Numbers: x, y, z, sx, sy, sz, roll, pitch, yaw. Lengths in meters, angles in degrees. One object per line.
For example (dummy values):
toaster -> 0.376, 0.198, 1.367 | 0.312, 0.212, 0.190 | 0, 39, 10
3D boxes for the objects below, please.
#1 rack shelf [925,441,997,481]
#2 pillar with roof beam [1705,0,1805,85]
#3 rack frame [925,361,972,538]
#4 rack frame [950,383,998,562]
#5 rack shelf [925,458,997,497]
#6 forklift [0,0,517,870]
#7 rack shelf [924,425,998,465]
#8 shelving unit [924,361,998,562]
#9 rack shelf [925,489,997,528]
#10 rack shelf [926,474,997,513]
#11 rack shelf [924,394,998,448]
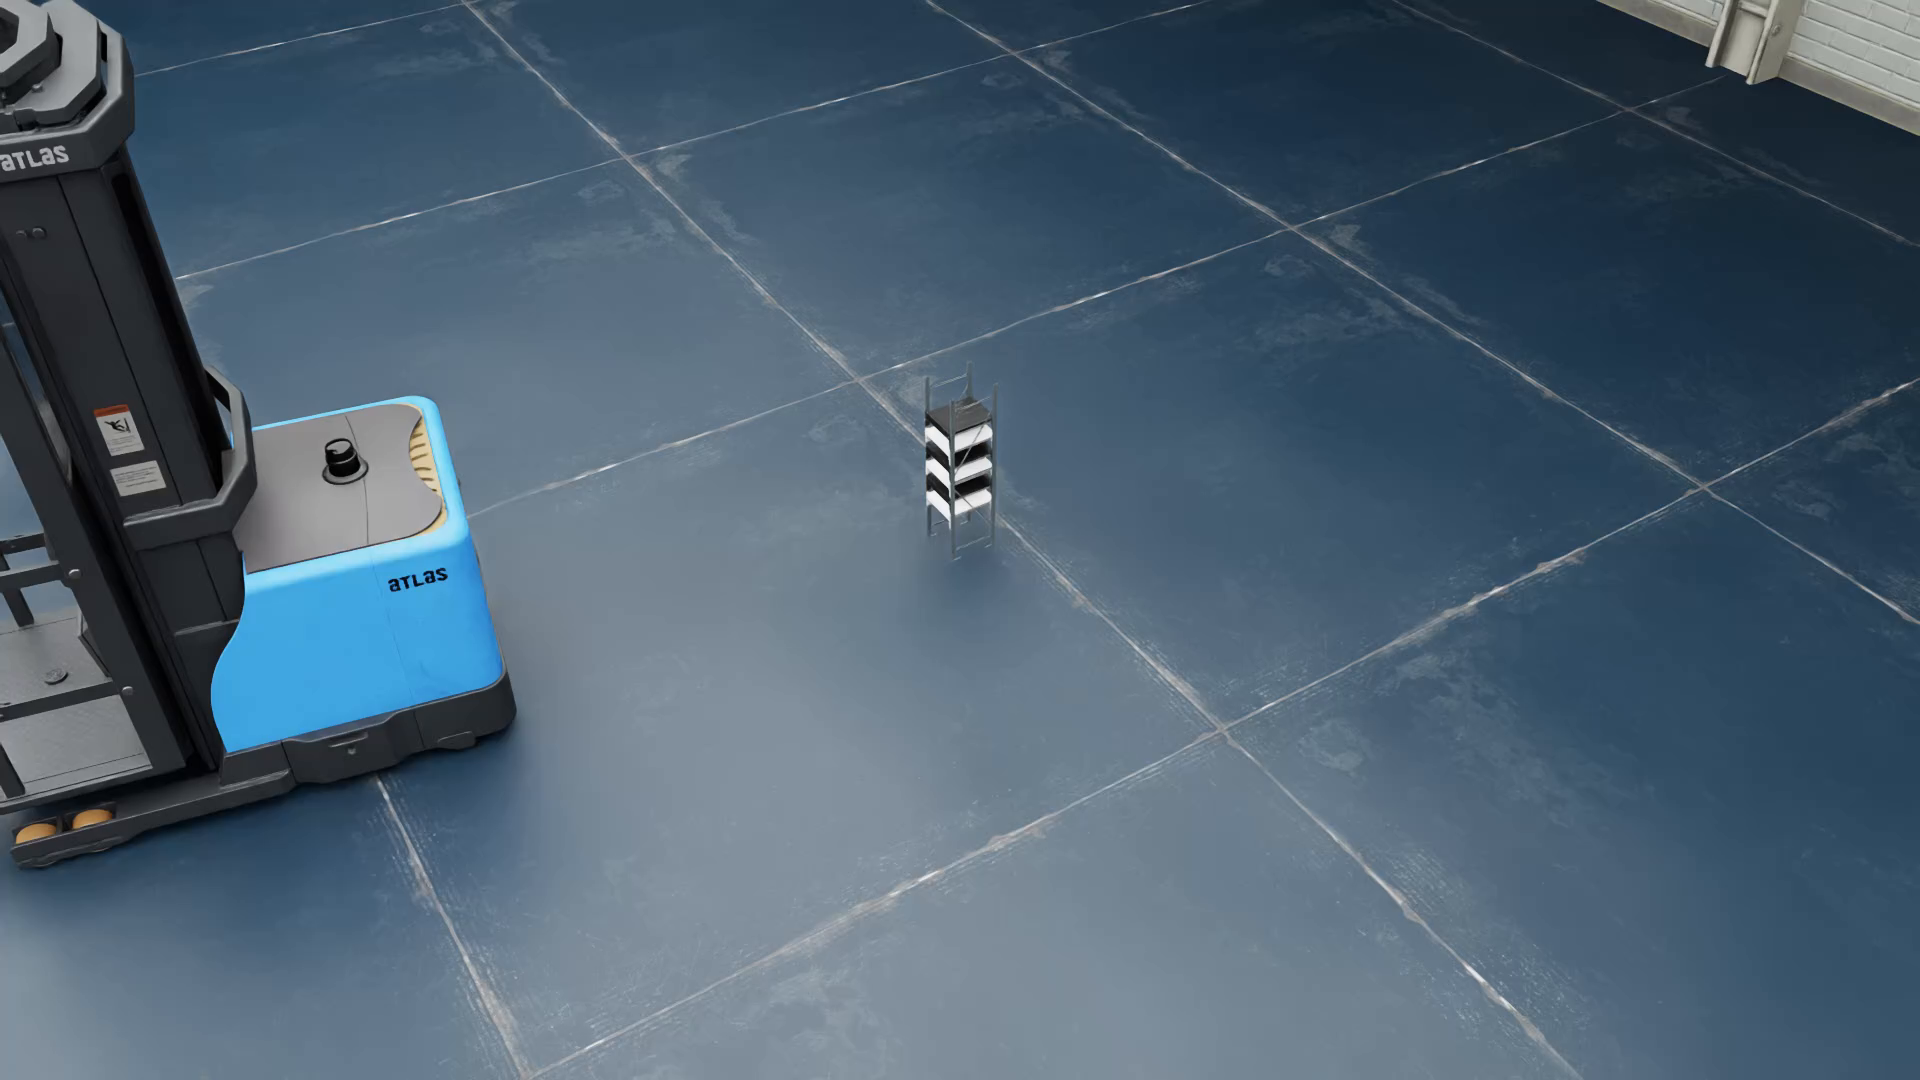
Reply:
rack shelf -> 0.004, -0.385, 7.420 | 0.258, 0.077, 0.200 | -22, 45, -24
pillar with roof beam -> 1.887, -5.290, 7.068 | 9.100, 9.000, 0.400 | -22, 45, -24
rack frame -> -0.050, -0.396, 7.523 | 0.240, 0.900, 0.006 | -22, 45, -24
rack frame -> 0.059, -0.286, 7.391 | 0.240, 0.900, 0.006 | -22, 45, -24
rack shelf -> 0.004, -0.316, 7.478 | 0.258, 0.077, 0.200 | -22, 45, -24
forklift -> -3.381, -0.279, 5.796 | 3.031, 2.935, 1.130 | -14, 42, -16
rack shelf -> 0.004, -0.454, 7.363 | 0.258, 0.077, 0.200 | -22, 45, -24
shelving unit -> 0.004, -0.341, 7.457 | 0.258, 0.900, 0.210 | -22, 45, -24
rack shelf -> 0.004, -0.177, 7.593 | 0.258, 0.077, 0.200 | -22, 45, -24
rack shelf -> 0.004, -0.247, 7.536 | 0.258, 0.077, 0.200 | -22, 45, -24
rack shelf -> 0.004, -0.523, 7.305 | 0.258, 0.077, 0.200 | -22, 45, -24
